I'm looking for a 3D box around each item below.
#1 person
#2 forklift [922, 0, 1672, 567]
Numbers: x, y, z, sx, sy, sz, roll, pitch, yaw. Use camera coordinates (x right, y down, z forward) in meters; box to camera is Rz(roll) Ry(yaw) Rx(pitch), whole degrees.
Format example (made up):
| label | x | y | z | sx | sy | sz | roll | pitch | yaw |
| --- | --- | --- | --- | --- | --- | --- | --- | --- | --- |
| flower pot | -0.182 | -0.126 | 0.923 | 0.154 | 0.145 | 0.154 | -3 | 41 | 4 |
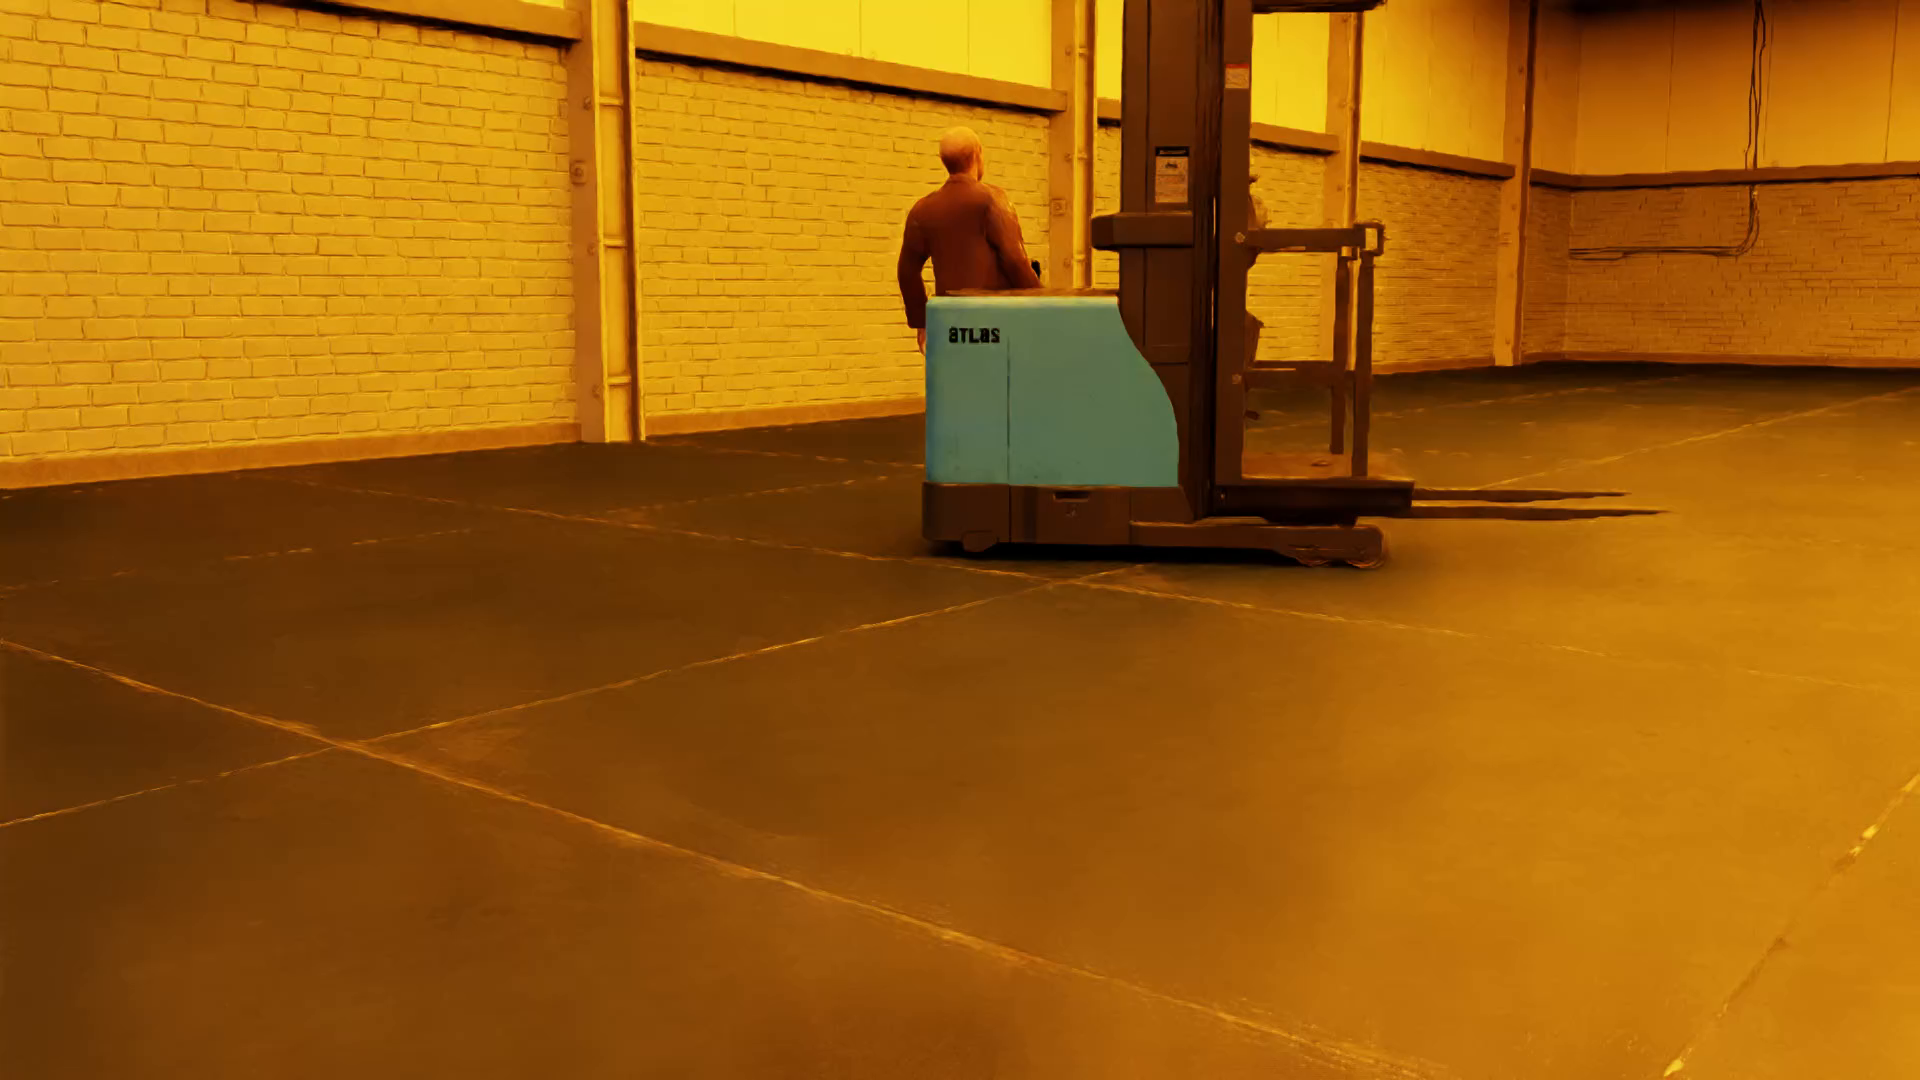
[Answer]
| label | x | y | z | sx | sy | sz | roll | pitch | yaw |
| --- | --- | --- | --- | --- | --- | --- | --- | --- | --- |
| person | 0.132 | -0.929 | 7.390 | 0.790 | 1.757 | 0.557 | 6 | 11 | 38 |
| forklift | 1.400 | -1.423 | 7.009 | 3.031 | 2.935 | 1.130 | 1 | 8 | 7 |
